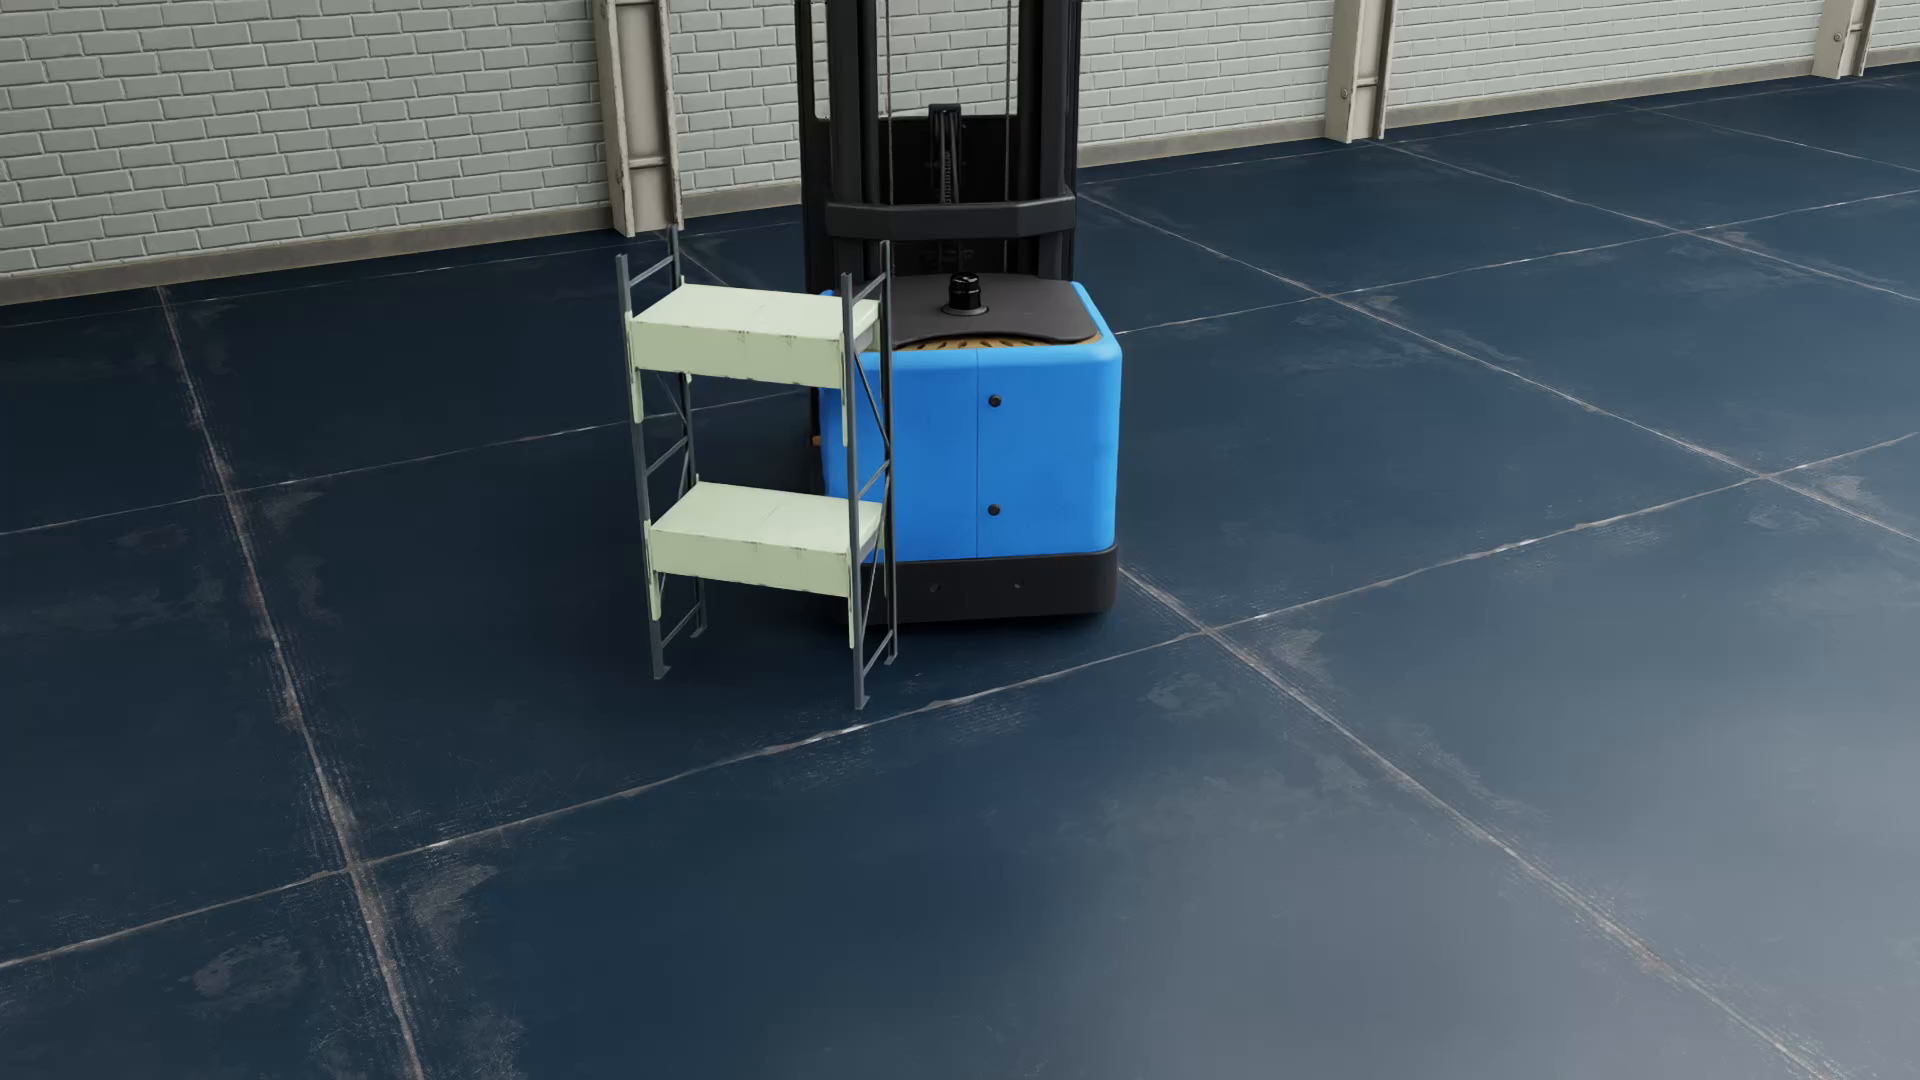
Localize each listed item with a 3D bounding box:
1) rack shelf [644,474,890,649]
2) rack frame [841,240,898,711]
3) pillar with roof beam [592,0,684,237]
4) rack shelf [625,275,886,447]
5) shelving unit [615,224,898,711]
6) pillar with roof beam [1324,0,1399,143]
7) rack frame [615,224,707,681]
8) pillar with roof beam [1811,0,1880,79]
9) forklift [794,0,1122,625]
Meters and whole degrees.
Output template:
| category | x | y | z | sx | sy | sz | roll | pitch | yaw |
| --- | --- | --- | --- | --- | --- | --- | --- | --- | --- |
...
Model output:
| category | x | y | z | sx | sy | sz | roll | pitch | yaw |
| --- | --- | --- | --- | --- | --- | --- | --- | --- | --- |
| rack shelf | -0.639 | 0.062 | 5.640 | 0.720 | 0.370 | 0.431 | 7 | 27 | 14 |
| rack frame | -0.287 | -0.188 | 5.408 | 0.023 | 1.500 | 0.400 | 7 | 27 | 14 |
| pillar with roof beam | -0.050 | -4.491 | 5.706 | 0.400 | 9.000 | 9.100 | -13 | 29 | -25 |
| rack shelf | -0.639 | -0.583 | 5.330 | 0.720 | 0.370 | 0.431 | 7 | 27 | 14 |
| shelving unit | -0.639 | -0.231 | 5.499 | 0.755 | 1.500 | 0.431 | 7 | 27 | 14 |
| pillar with roof beam | 5.244 | -5.713 | 8.252 | 0.400 | 9.000 | 9.100 | -13 | 29 | -25 |
| rack frame | -0.991 | -0.275 | 5.590 | 0.023 | 1.500 | 0.400 | 7 | 27 | 14 |
| pillar with roof beam | 10.538 | -6.935 | 10.797 | 0.400 | 9.000 | 9.100 | -13 | 29 | -25 |
| forklift | -0.113 | -1.622 | 6.741 | 1.130 | 2.935 | 3.031 | -3 | 26 | -6 |
